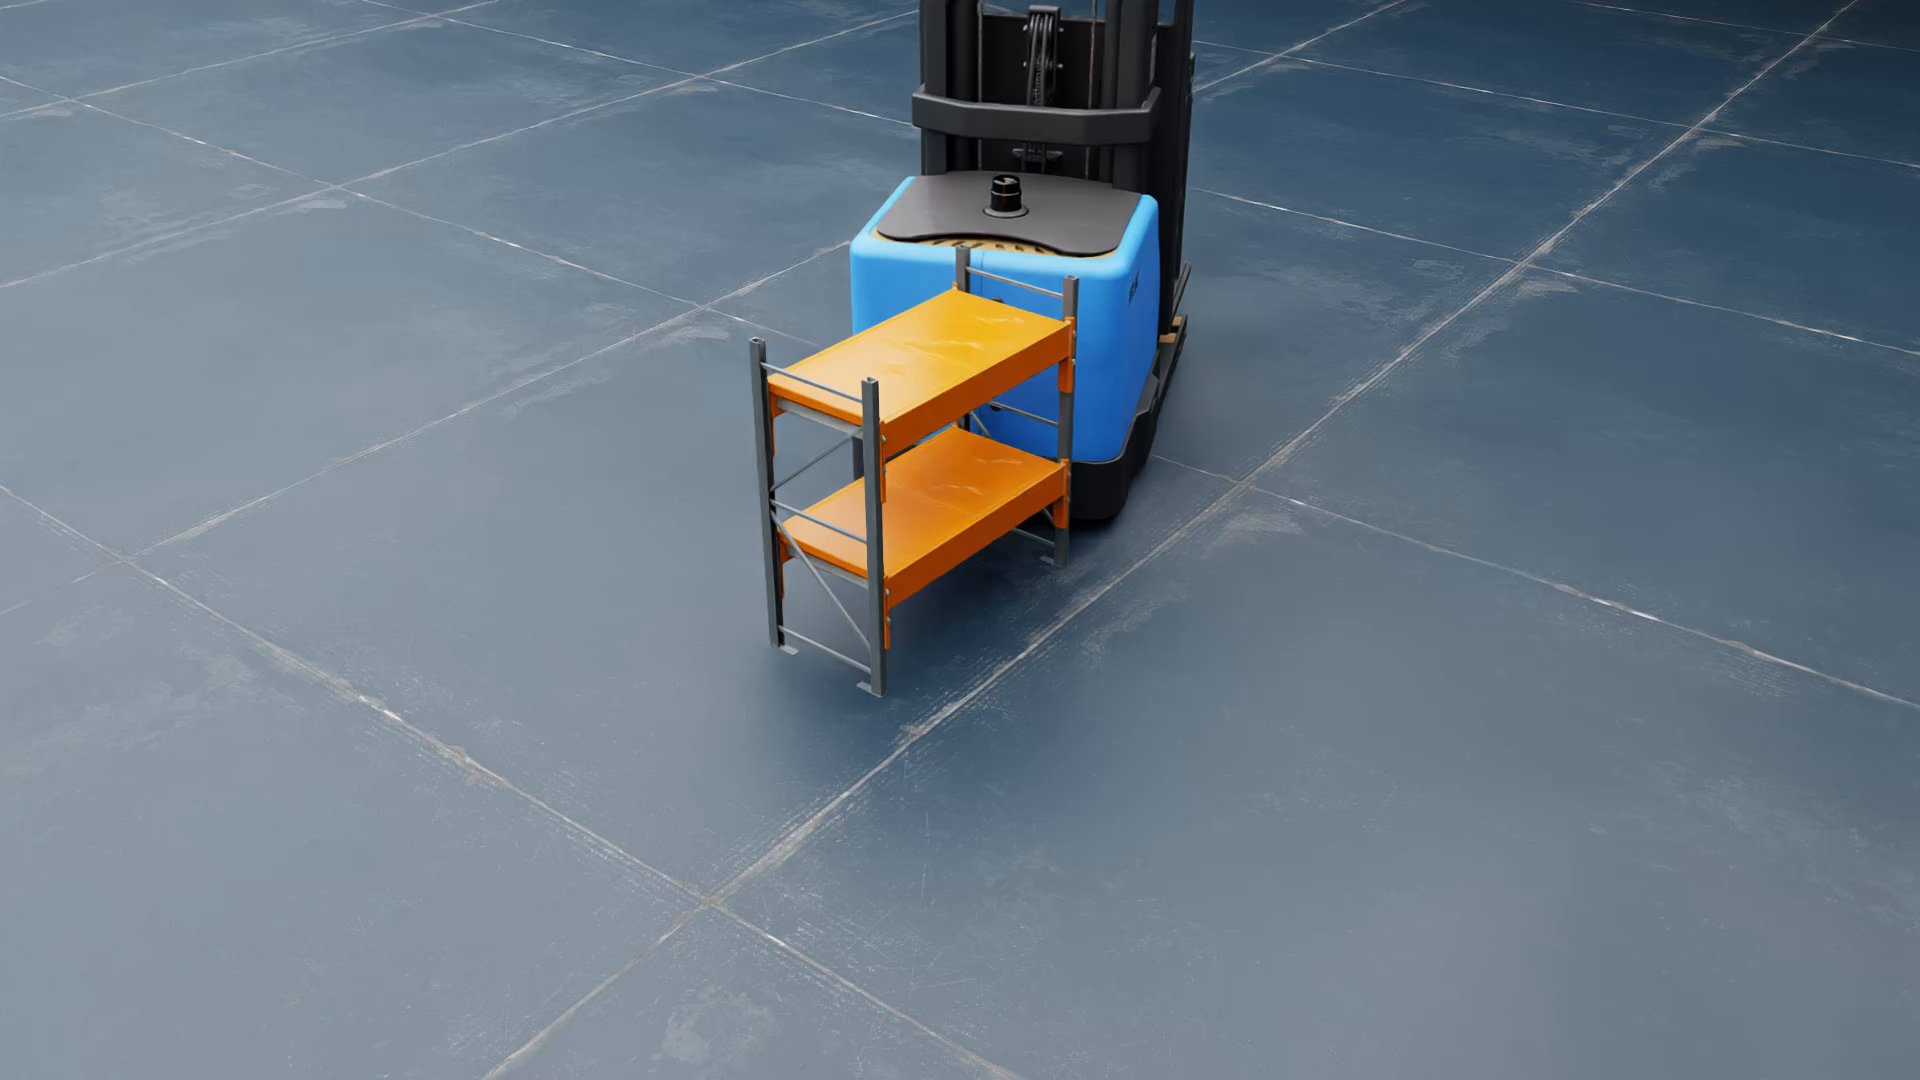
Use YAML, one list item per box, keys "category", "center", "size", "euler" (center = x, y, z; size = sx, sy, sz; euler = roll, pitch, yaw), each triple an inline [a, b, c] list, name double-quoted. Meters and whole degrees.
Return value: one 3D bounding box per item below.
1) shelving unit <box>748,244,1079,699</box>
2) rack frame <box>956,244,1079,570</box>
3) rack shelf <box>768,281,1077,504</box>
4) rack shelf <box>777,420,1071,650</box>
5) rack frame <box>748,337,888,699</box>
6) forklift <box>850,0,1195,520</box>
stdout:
- category: "shelving unit"
  center: [-0.126, -0.257, 5.580]
  size: [0.538, 1.125, 1.048]
  euler: [22, 37, 32]
- category: "rack frame"
  center: [0.189, -0.460, 5.923]
  size: [0.500, 1.125, 0.032]
  euler: [22, 37, 32]
- category: "rack shelf"
  center: [-0.126, -0.508, 5.430]
  size: [0.538, 0.278, 1.000]
  euler: [22, 37, 32]
- category: "rack shelf"
  center: [-0.126, -0.046, 5.704]
  size: [0.538, 0.278, 1.000]
  euler: [22, 37, 32]
- category: "rack frame"
  center: [-0.441, -0.053, 5.236]
  size: [0.500, 1.125, 0.032]
  euler: [22, 37, 32]
- category: "forklift"
  center: [0.436, -2.075, 6.877]
  size: [1.130, 2.935, 3.031]
  euler: [7, 31, 12]
